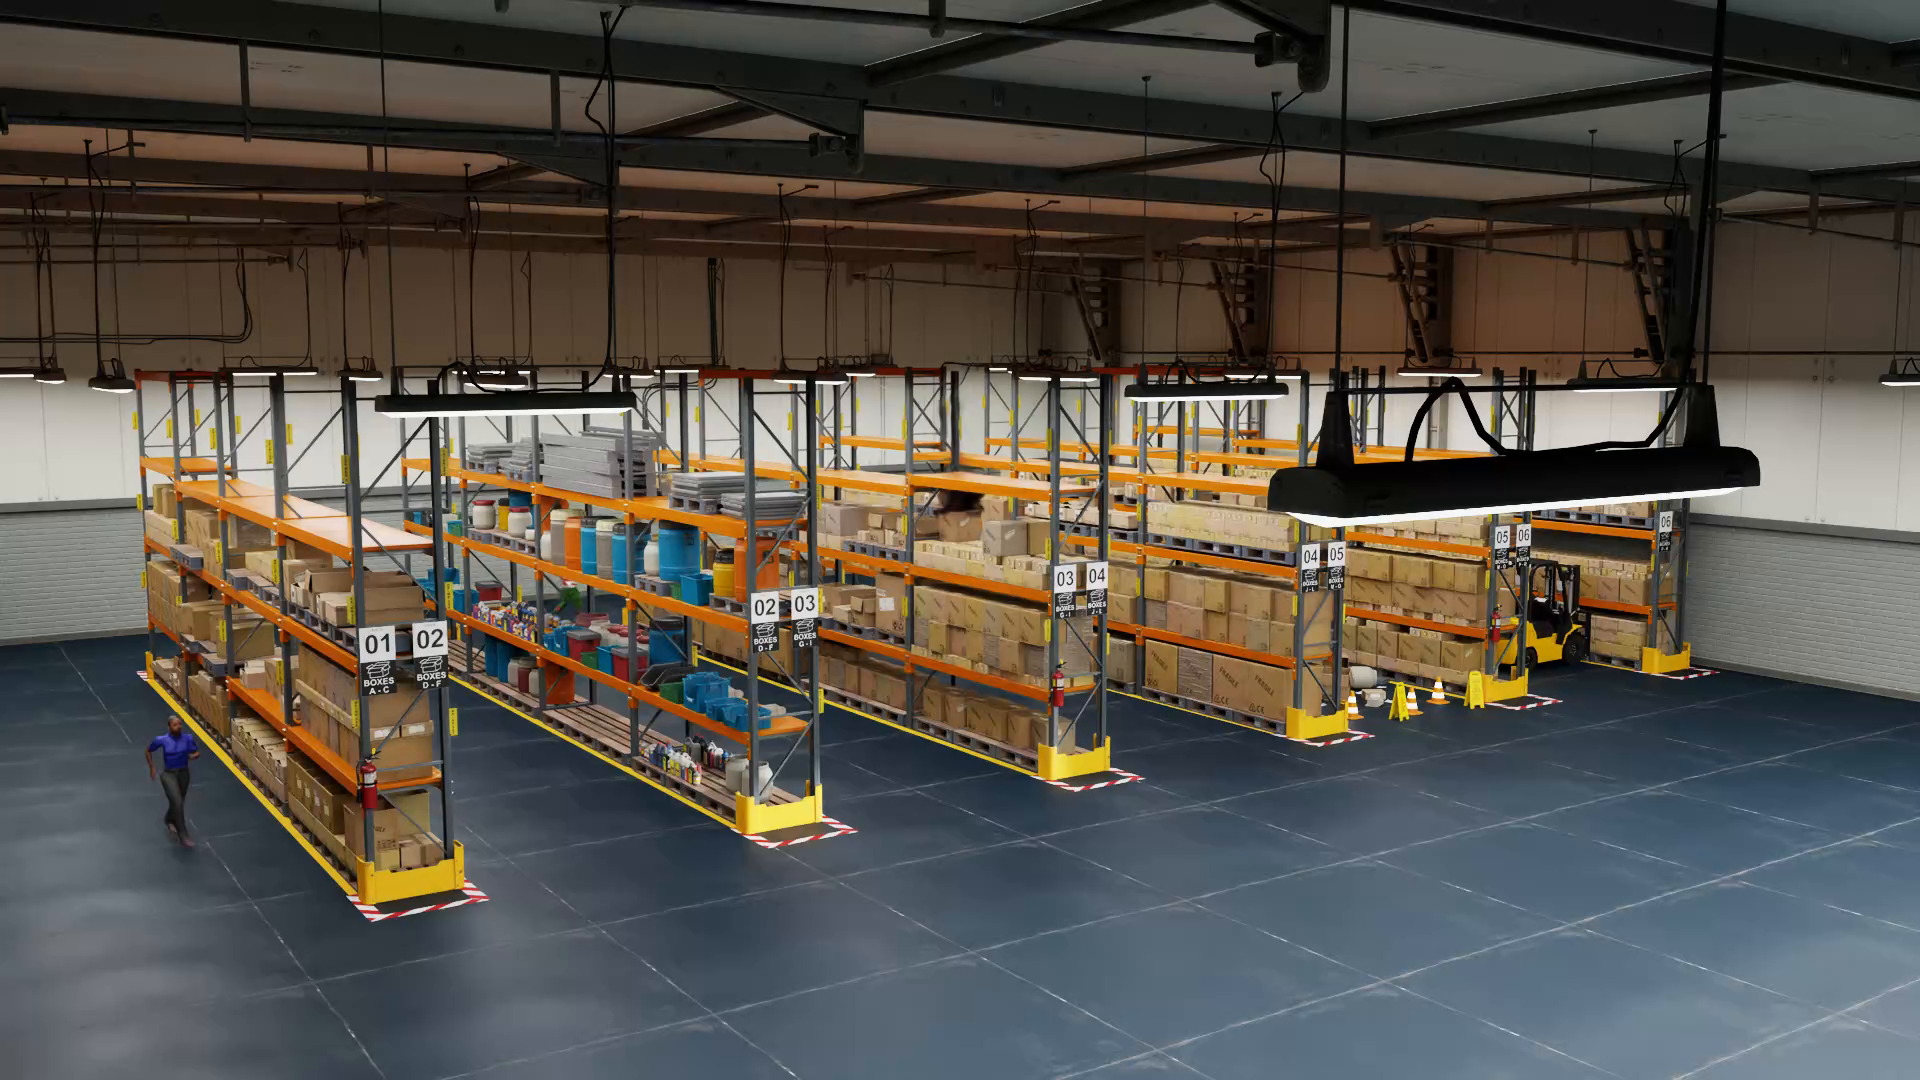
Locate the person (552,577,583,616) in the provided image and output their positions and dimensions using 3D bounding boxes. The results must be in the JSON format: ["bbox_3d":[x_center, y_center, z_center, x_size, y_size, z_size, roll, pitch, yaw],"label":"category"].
[{"bbox_3d":[-8.980,1.100,38.257,0.945,1.801,0.658,-3,7,-25],"label":"person"}]

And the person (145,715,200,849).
[{"bbox_3d":[-10.121,3.077,21.442,0.901,1.675,0.556,5,8,39],"label":"person"}]
